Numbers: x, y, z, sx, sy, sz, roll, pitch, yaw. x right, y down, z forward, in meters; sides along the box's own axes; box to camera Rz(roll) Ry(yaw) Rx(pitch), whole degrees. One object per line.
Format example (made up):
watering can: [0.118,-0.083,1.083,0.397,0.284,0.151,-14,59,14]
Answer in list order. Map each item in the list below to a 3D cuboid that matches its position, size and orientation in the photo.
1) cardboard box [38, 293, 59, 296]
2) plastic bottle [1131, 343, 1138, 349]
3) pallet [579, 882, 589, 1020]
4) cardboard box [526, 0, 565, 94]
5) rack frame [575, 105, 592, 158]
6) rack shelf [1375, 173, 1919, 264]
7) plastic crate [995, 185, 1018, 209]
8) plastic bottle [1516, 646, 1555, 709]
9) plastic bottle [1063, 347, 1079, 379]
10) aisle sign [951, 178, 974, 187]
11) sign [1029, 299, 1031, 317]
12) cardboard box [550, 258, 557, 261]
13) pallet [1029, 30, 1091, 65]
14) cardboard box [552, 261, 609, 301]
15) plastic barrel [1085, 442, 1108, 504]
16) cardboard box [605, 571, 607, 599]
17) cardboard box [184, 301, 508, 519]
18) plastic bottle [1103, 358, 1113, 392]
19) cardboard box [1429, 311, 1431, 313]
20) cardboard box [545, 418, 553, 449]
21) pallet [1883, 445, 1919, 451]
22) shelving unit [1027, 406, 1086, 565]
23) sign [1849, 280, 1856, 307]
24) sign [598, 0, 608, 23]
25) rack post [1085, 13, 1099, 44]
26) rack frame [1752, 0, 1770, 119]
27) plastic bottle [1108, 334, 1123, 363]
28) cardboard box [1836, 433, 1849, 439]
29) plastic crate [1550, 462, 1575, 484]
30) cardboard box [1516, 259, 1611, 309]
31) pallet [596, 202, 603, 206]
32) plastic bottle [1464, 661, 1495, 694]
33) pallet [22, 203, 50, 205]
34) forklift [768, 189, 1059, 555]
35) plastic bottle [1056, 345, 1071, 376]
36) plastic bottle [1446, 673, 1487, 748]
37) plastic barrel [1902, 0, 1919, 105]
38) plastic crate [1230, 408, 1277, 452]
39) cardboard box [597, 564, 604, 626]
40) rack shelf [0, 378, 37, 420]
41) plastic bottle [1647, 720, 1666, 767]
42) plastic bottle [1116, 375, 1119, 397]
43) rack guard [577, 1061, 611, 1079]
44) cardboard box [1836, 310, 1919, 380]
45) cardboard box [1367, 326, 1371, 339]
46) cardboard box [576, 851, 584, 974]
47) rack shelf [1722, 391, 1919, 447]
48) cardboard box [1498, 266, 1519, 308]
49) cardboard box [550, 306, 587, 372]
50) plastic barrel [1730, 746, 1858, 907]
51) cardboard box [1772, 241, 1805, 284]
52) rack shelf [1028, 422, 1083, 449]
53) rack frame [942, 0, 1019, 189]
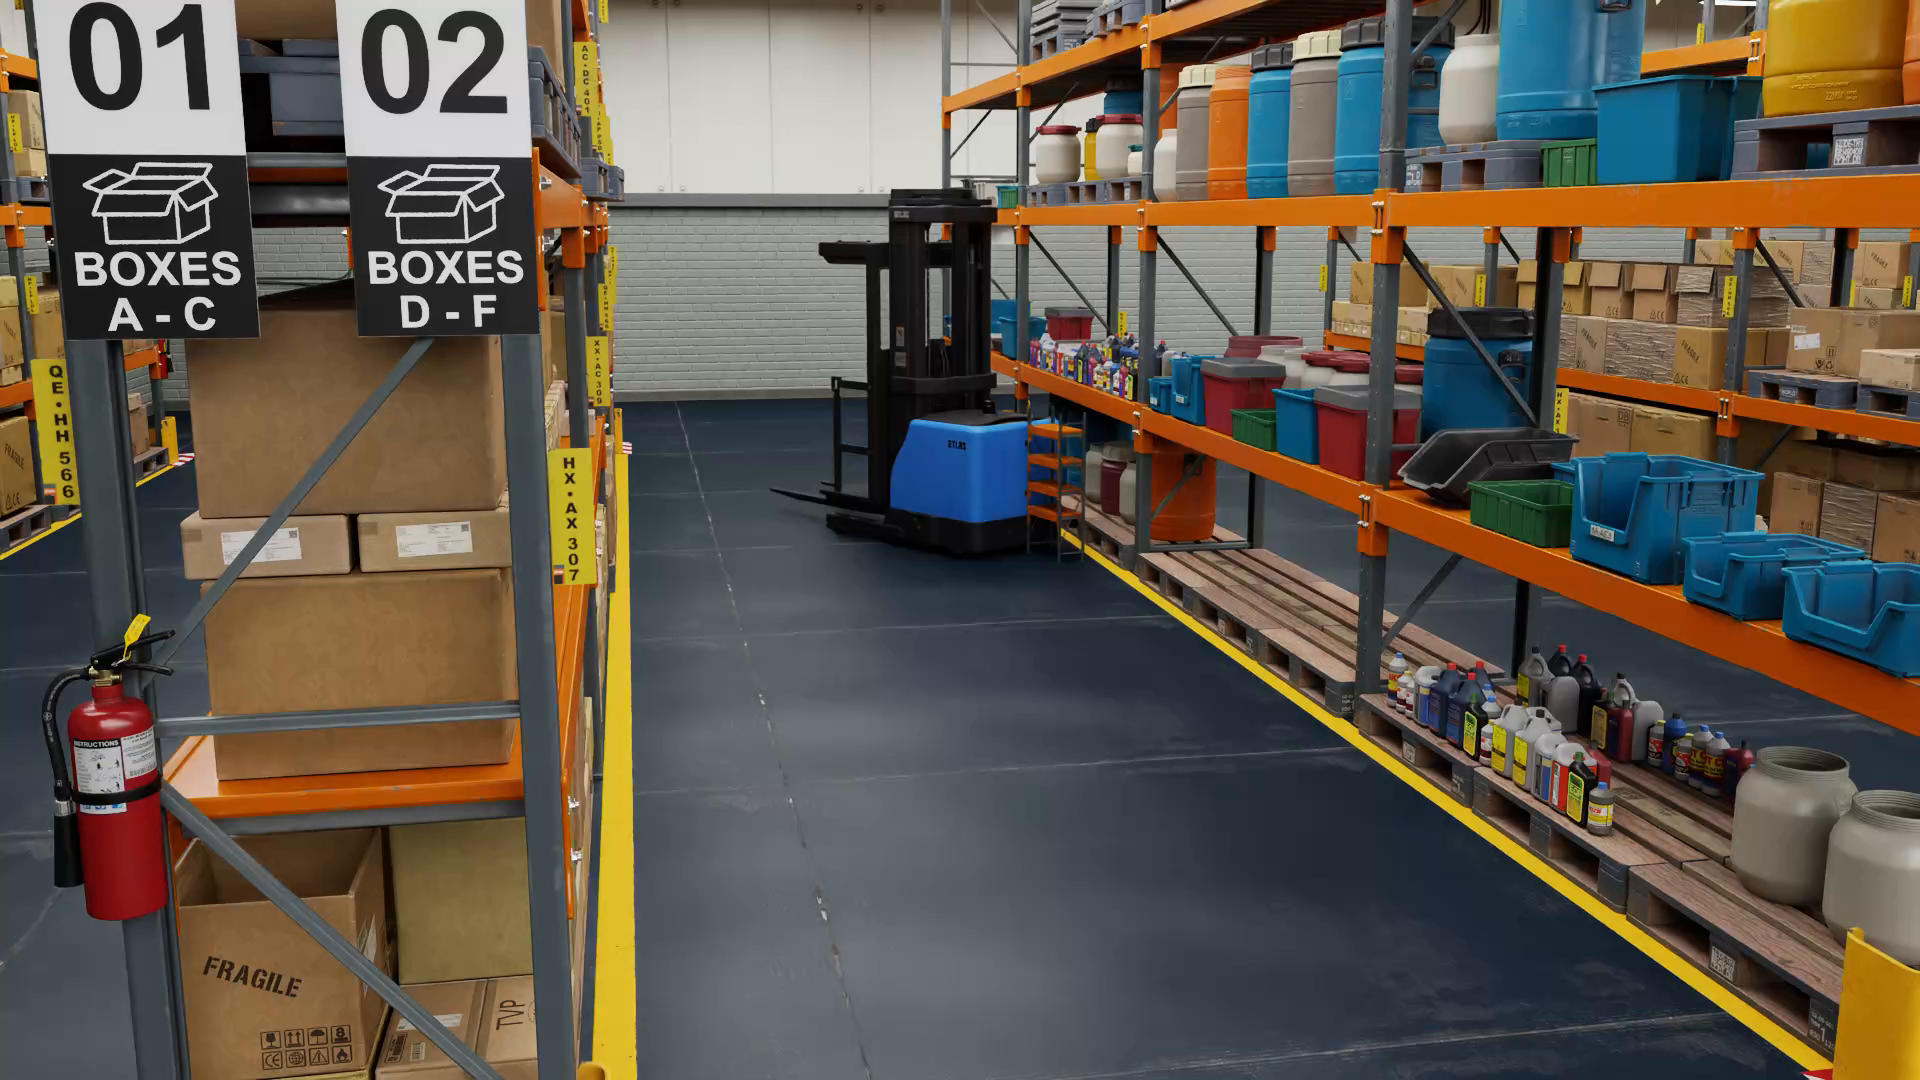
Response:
cardboard box: [-8.881,-1.973,15.737,0.980,0.700,0.700,-2,11,-12]
plastic bottle: [1.626,-1.671,15.284,0.152,0.276,0.135,-2,11,-11]
pallet: [-1.886,1.436,6.085,1.003,0.211,1.213,-2,11,-11]
cardboard box: [-1.517,-1.684,5.232,0.500,0.500,0.500,-2,11,-11]
rack frame: [-3.018,-3.986,11.070,1.000,3.000,0.127,-2,11,-11]
rack shelf: [3.008,-1.238,6.579,1.077,0.370,4.000,-2,11,-11]
plastic crate: [0.573,-3.498,16.980,0.416,0.233,0.300,-2,11,-11]
plastic bottle: [2.886,0.714,8.333,0.144,0.351,0.185,-2,11,-11]
plastic bottle: [1.005,-1.580,14.805,0.152,0.276,0.135,-2,11,-11]
aisle sign: [-0.020,-3.965,20.052,0.394,0.787,0.004,-2,11,-11]
sign: [0.822,-2.788,20.388,0.100,0.325,0.005,-2,11,-11]
cardboard box: [-4.445,-2.675,17.284,0.500,0.500,0.500,-2,11,-12]
pallet: [1.254,-4.459,15.131,1.003,0.211,1.213,-2,11,-11]
cardboard box: [-3.612,-2.409,15.890,0.500,0.500,0.500,-2,11,-10]
plastic barrel: [1.312,-0.599,14.850,0.421,0.512,0.421,0,11,0]
cardboard box: [-2.573,0.288,10.892,0.500,0.250,0.500,-2,11,-12]
cardboard box: [-1.551,-0.354,4.295,0.700,0.500,0.500,-2,11,-11]
plastic bottle: [1.219,-1.349,13.606,0.097,0.271,0.097,0,11,0]
cardboard box: [5.475,-2.371,18.234,0.500,0.250,0.500,-2,11,-9]
cardboard box: [-1.677,-0.349,6.006,0.380,0.149,0.250,-2,11,-9]
pallet: [10.641,-1.046,19.126,1.003,0.211,1.213,-2,11,-11]
shelving unit: [0.769,-0.446,13.329,0.258,1.200,0.503,-6,12,-27]
sign: [7.230,-1.950,13.532,0.100,0.325,0.005,-2,11,-11]
sign: [-4.026,-6.006,18.763,0.100,0.325,0.005,-2,11,-11]
rack post: [1.582,-4.287,13.988,0.937,0.300,0.954,-1,11,-5]
rack frame: [6.700,-4.345,12.959,1.000,3.000,0.127,-2,11,-11]
plastic bottle: [1.457,-1.732,15.404,0.144,0.351,0.185,-2,11,-11]
cardboard box: [10.313,-1.256,19.273,0.380,0.149,0.250,-2,11,-13]
plastic crate: [3.101,-0.218,7.719,0.499,0.251,0.616,-2,11,-11]
cardboard box: [6.054,-2.557,16.657,0.797,0.503,0.637,-2,11,-12]
pallet: [-3.534,-2.841,13.582,1.213,0.211,1.003,-2,11,-11]
plastic bottle: [2.510,0.759,8.096,0.144,0.351,0.185,-2,11,-11]
pallet: [-9.278,-3.619,17.405,1.003,0.211,1.213,-2,11,-11]
forklift: [-0.519,-1.536,14.428,1.130,2.935,3.031,-10,15,-42]
plastic bottle: [0.960,-1.622,15.029,0.152,0.276,0.135,-2,11,-11]
plastic bottle: [2.406,0.798,7.887,0.144,0.351,0.185,-3,11,-13]
plastic barrel: [3.178,-1.726,4.949,0.600,0.830,0.708,-2,11,-11]
plastic crate: [2.004,-0.689,10.363,0.450,0.188,0.662,-2,11,-11]
cardboard box: [-2.270,0.292,9.370,0.500,0.311,0.500,-2,11,-13]
rack shelf: [-8.266,-0.871,12.675,1.077,0.370,4.000,-2,11,-11]
plastic bottle: [3.205,0.927,7.612,0.097,0.201,0.097,0,11,0]
plastic bottle: [1.295,-1.243,13.238,0.097,0.201,0.097,0,11,0]
rack guard: [-1.458,1.661,4.133,1.175,0.500,0.348,-2,11,-11]
cardboard box: [7.050,-1.457,12.440,0.700,0.500,0.500,0,11,-3]
cardboard box: [5.091,-2.477,19.857,0.380,0.149,0.250,-2,11,-12]
cardboard box: [-1.546,1.283,5.662,0.500,0.250,0.500,-2,11,-11]
rack shelf: [7.089,-0.678,11.660,1.077,0.370,4.000,-2,11,-11]
cardboard box: [6.079,-2.670,17.801,0.500,0.500,0.500,-2,11,-11]
cardboard box: [-3.242,-1.580,13.085,0.700,0.500,0.500,0,11,0]
plastic barrel: [3.097,1.055,6.161,0.421,0.512,0.421,0,11,0]
cardboard box: [10.142,-3.340,19.984,0.500,0.500,0.500,-2,11,-13]
rack shelf: [0.769,-0.832,13.256,0.258,0.148,0.480,-6,12,-27]
rack frame: [0.285,-5.632,19.722,1.000,3.000,0.127,-2,11,-11]
